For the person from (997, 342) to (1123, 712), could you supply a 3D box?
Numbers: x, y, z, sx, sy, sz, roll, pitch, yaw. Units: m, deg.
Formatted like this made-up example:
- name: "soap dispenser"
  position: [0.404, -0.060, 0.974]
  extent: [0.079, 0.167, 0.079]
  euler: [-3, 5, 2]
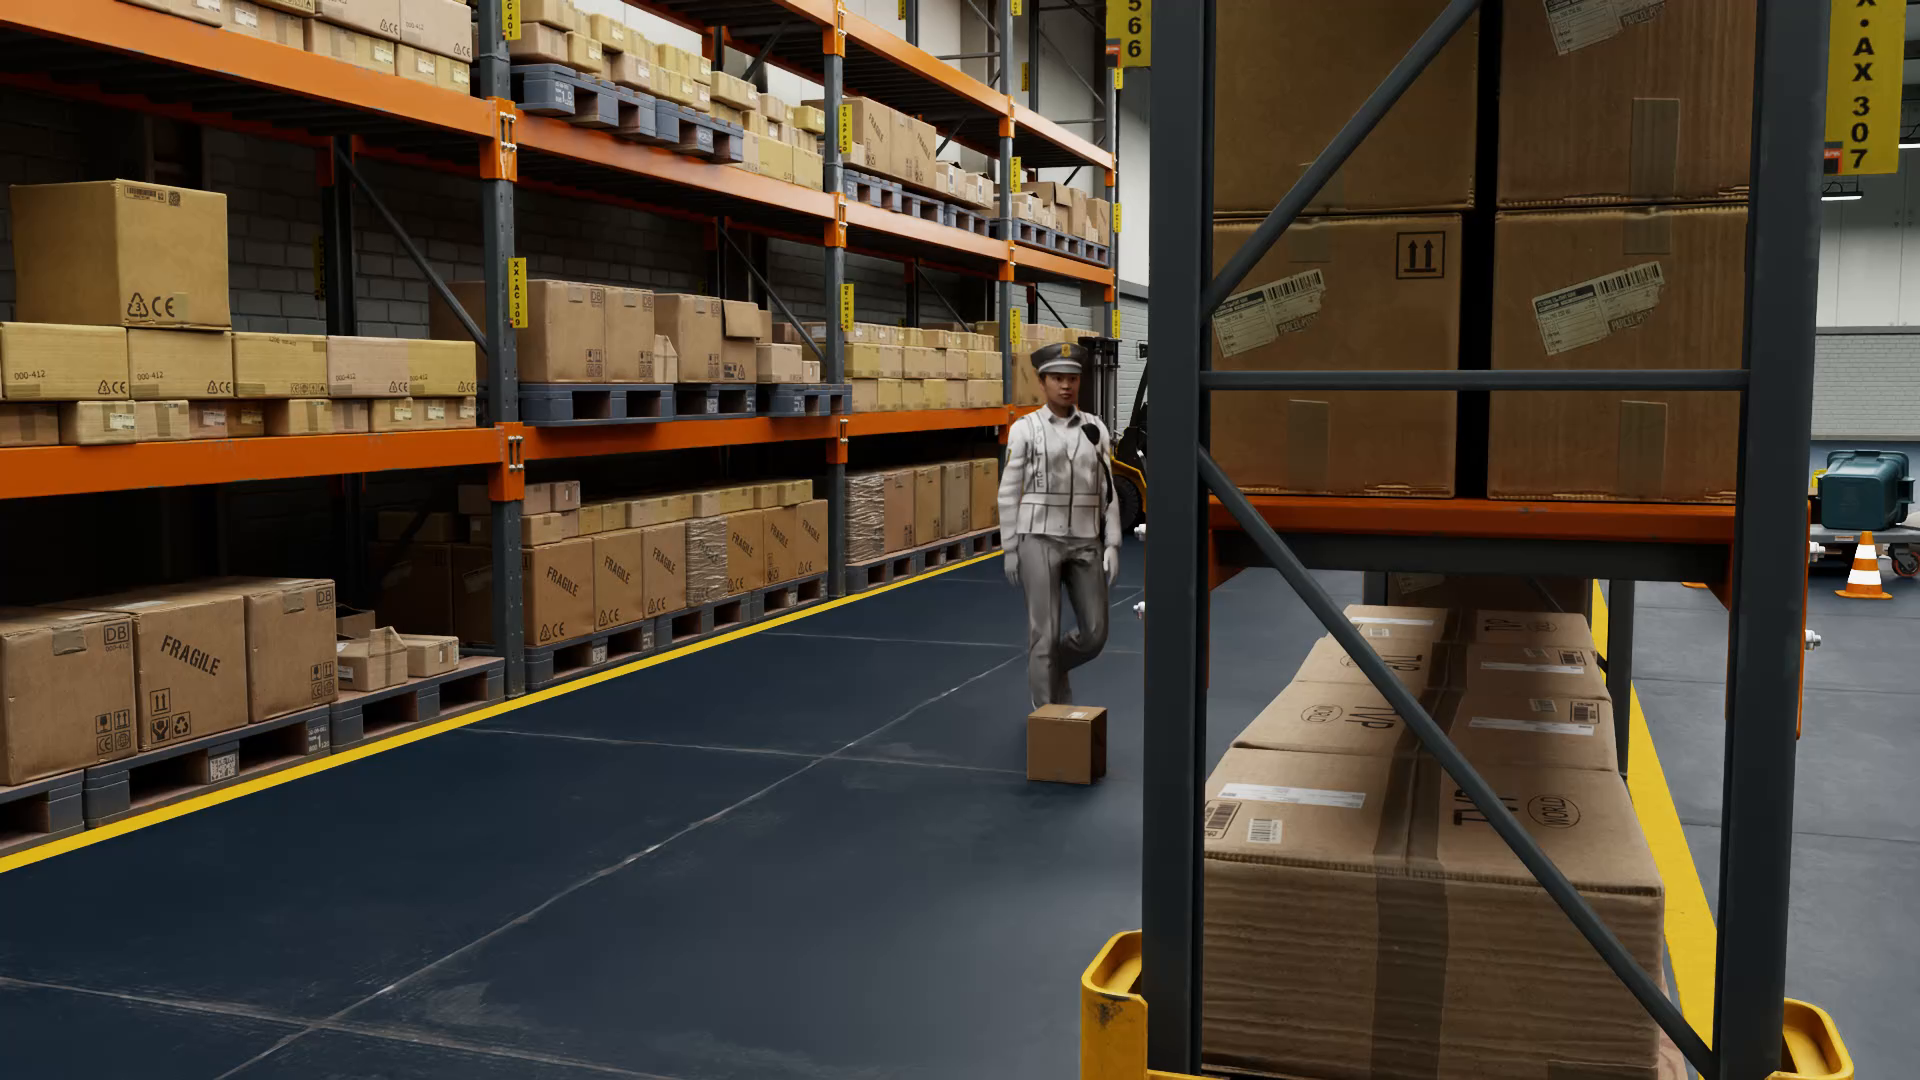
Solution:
- name: "person"
  position: [0.421, 0.022, 6.844]
  extent: [0.495, 1.664, 0.715]
  euler: [-2, 6, -17]
